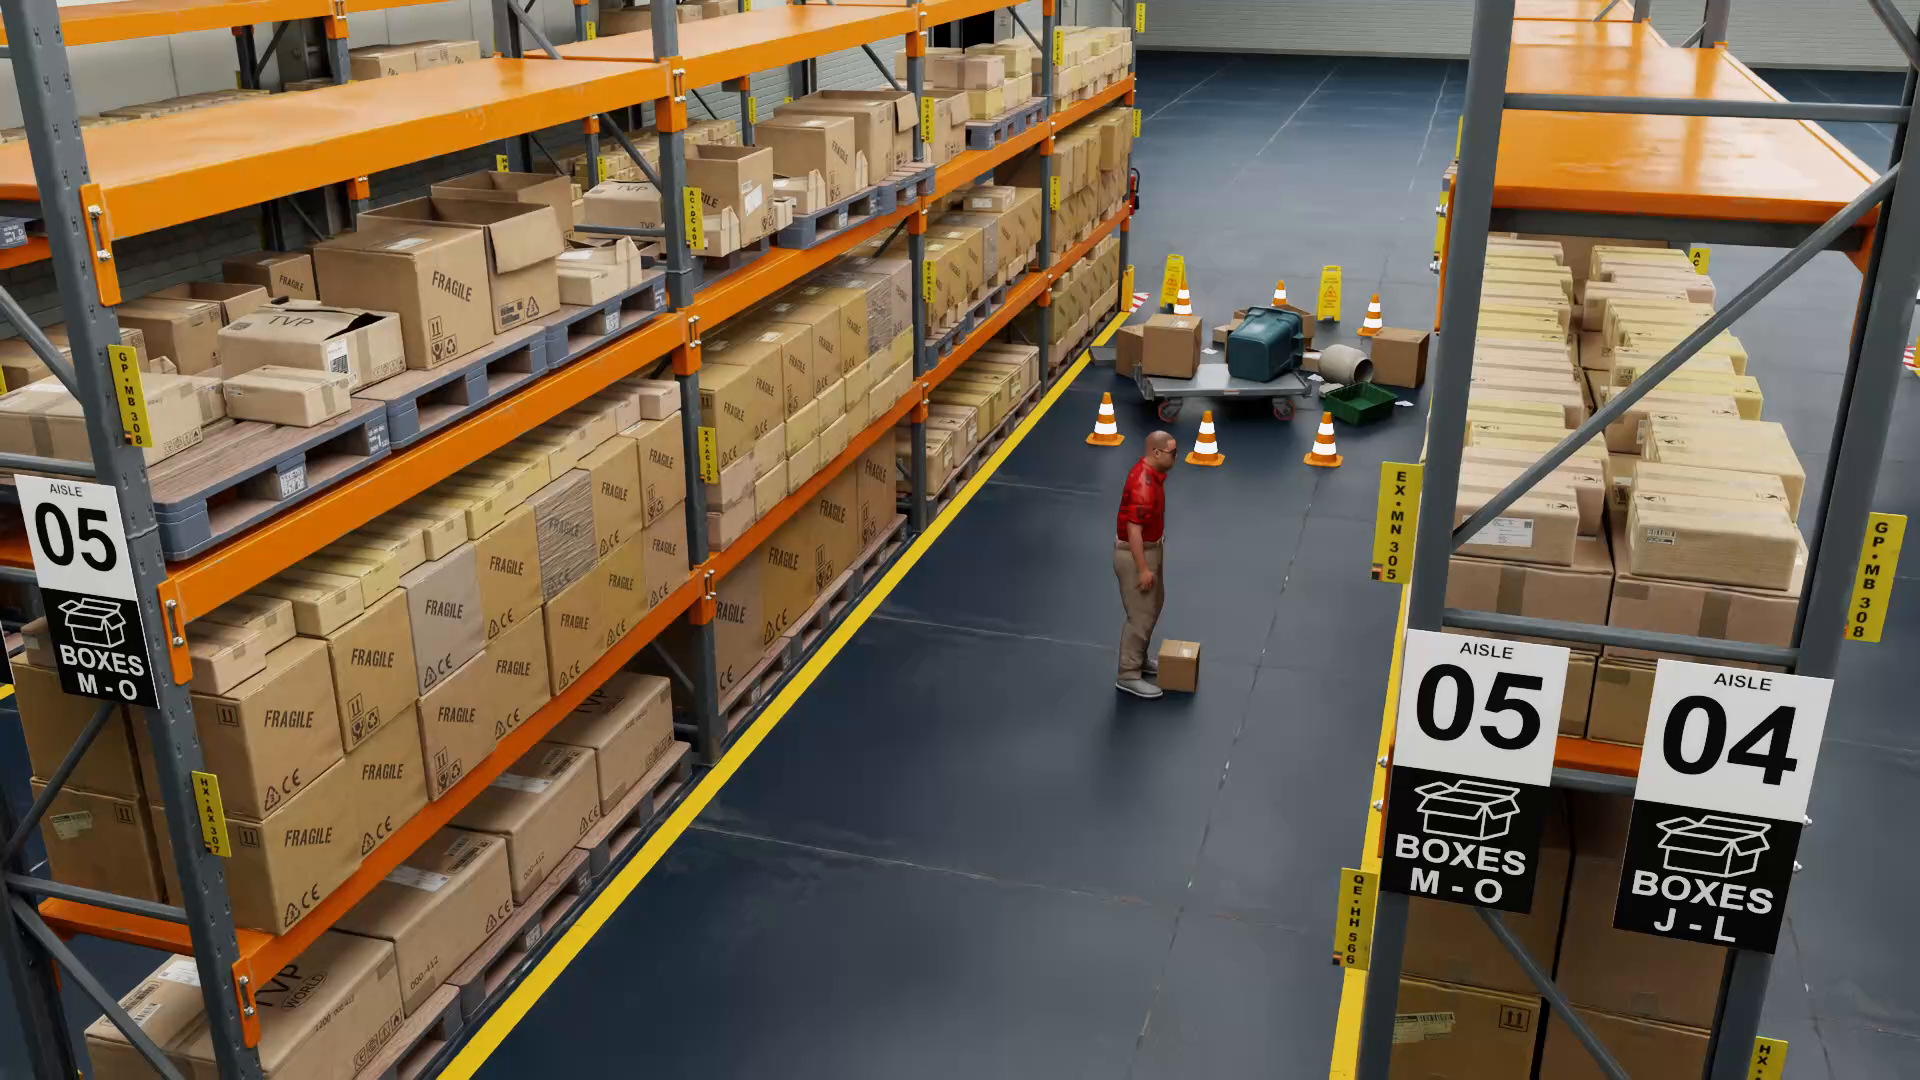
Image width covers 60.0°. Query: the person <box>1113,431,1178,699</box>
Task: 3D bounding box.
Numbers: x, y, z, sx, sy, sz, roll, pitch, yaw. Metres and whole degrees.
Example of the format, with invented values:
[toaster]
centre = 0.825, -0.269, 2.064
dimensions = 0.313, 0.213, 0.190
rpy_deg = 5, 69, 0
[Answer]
[person]
centre = 1.201, 0.121, 10.805
dimensions = 0.392, 1.726, 0.606
rpy_deg = 5, 22, 12
